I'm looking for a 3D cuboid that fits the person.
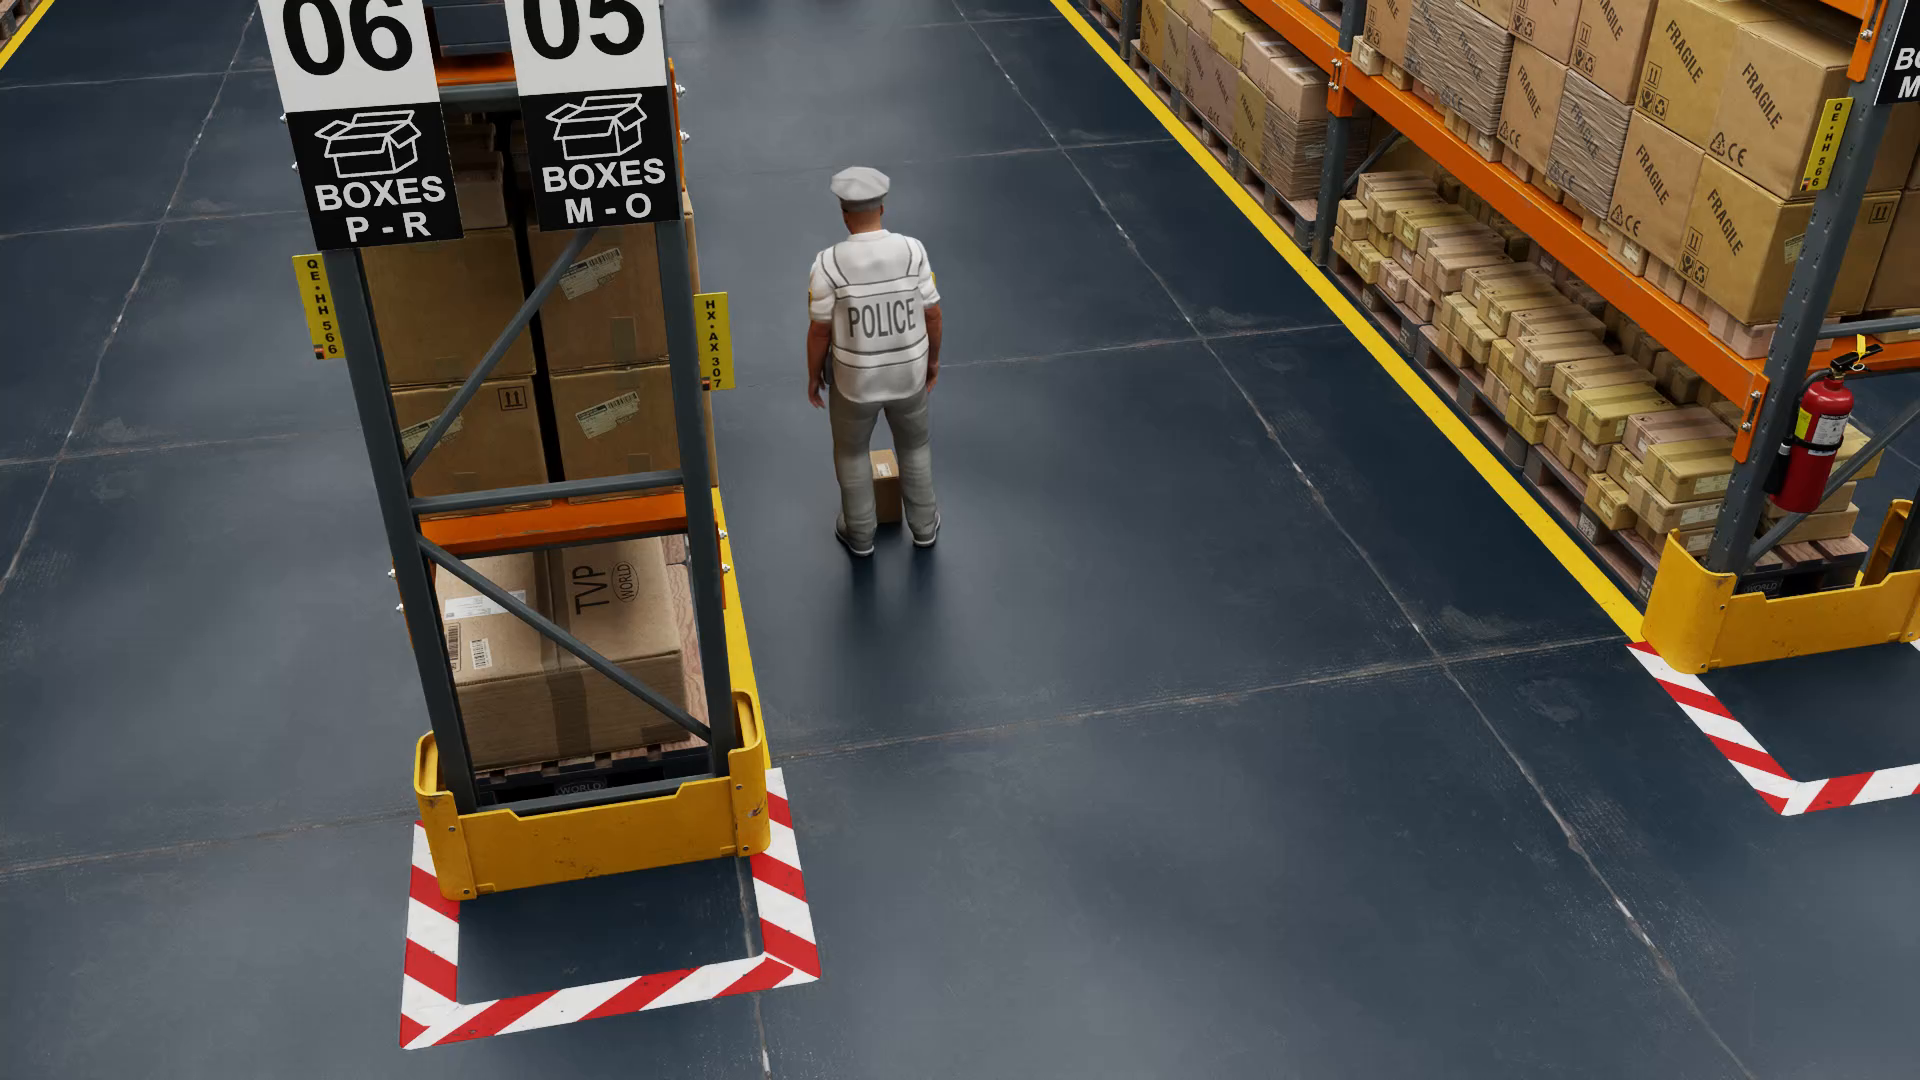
[{"bbox_3d":[-0.357,-0.716,7.192,0.605,1.748,0.428,-9,35,-13],"label":"person"}]
